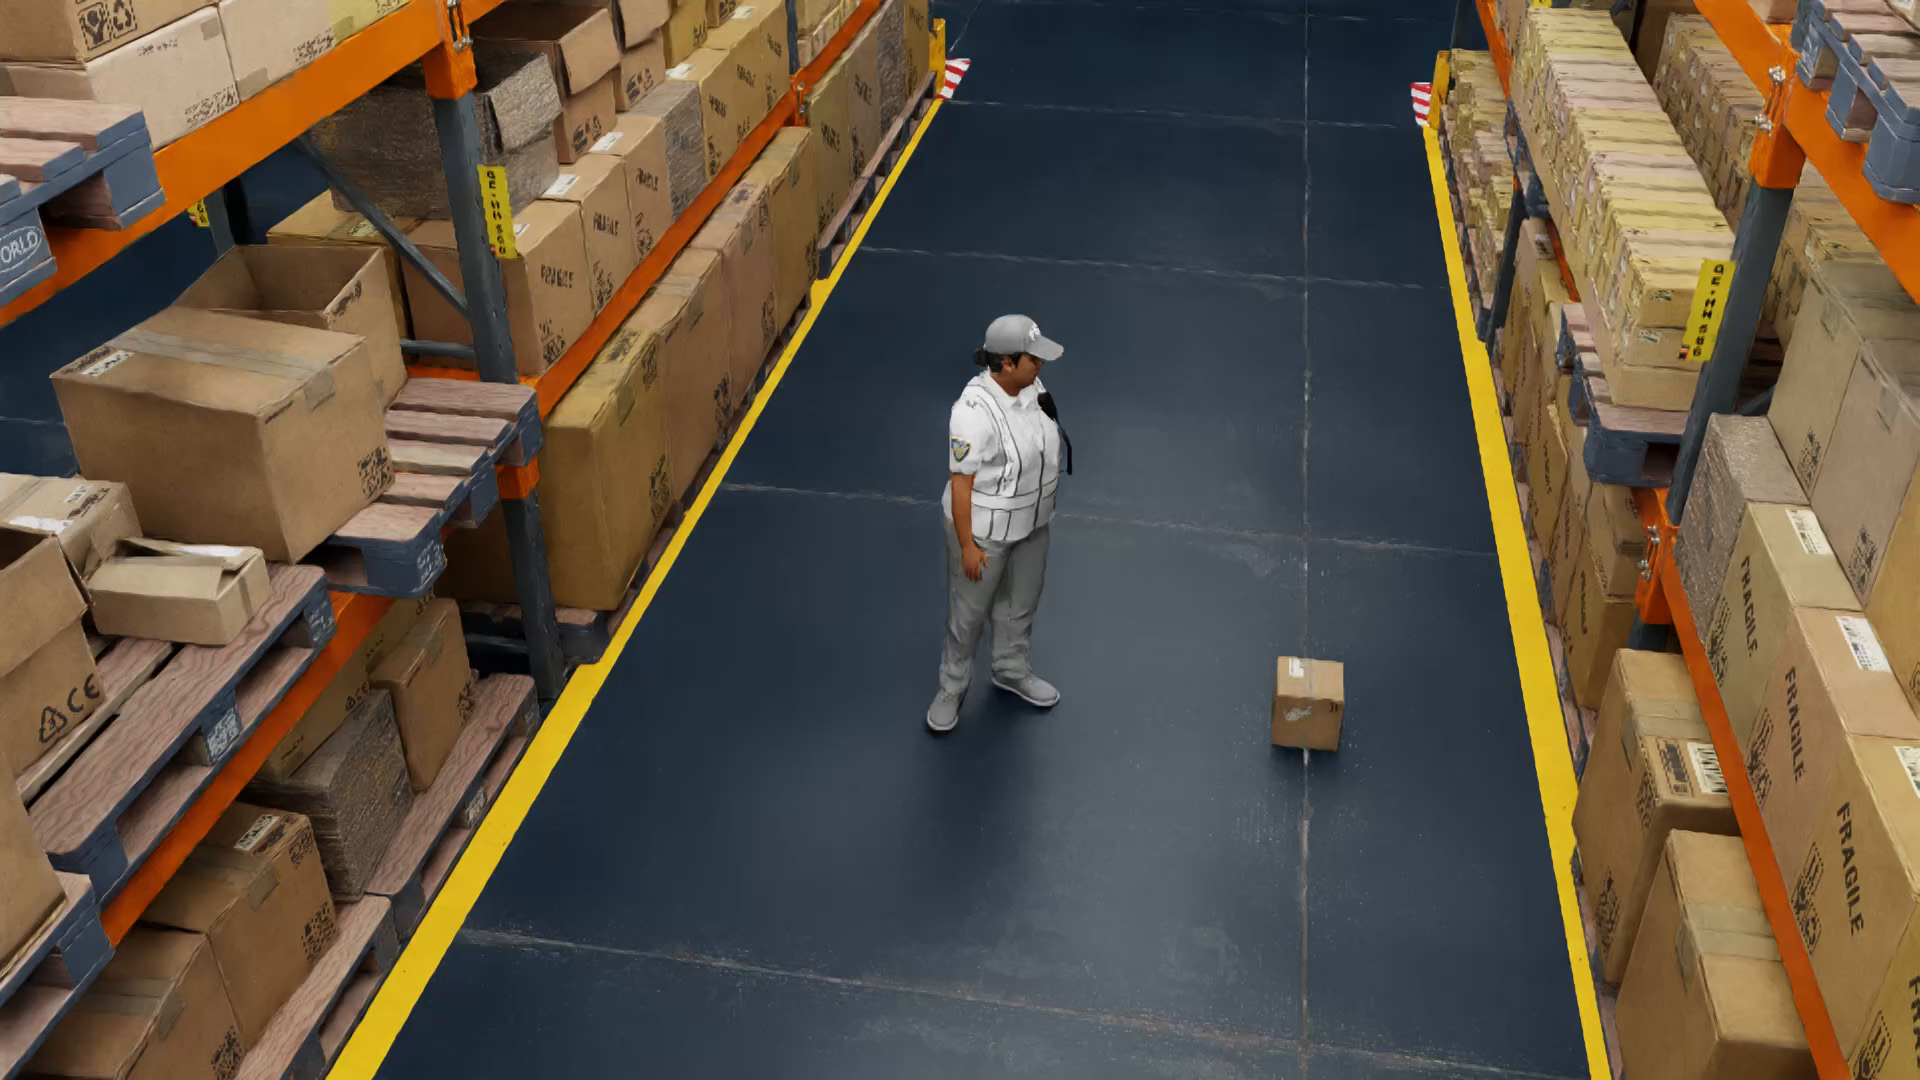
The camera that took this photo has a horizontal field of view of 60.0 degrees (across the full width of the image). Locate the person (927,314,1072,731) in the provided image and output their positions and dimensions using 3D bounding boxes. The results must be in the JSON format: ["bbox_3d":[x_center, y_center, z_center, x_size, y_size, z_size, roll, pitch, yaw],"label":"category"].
[{"bbox_3d":[0.127,-0.050,6.194,0.398,1.668,0.591,27,41,35],"label":"person"}]
